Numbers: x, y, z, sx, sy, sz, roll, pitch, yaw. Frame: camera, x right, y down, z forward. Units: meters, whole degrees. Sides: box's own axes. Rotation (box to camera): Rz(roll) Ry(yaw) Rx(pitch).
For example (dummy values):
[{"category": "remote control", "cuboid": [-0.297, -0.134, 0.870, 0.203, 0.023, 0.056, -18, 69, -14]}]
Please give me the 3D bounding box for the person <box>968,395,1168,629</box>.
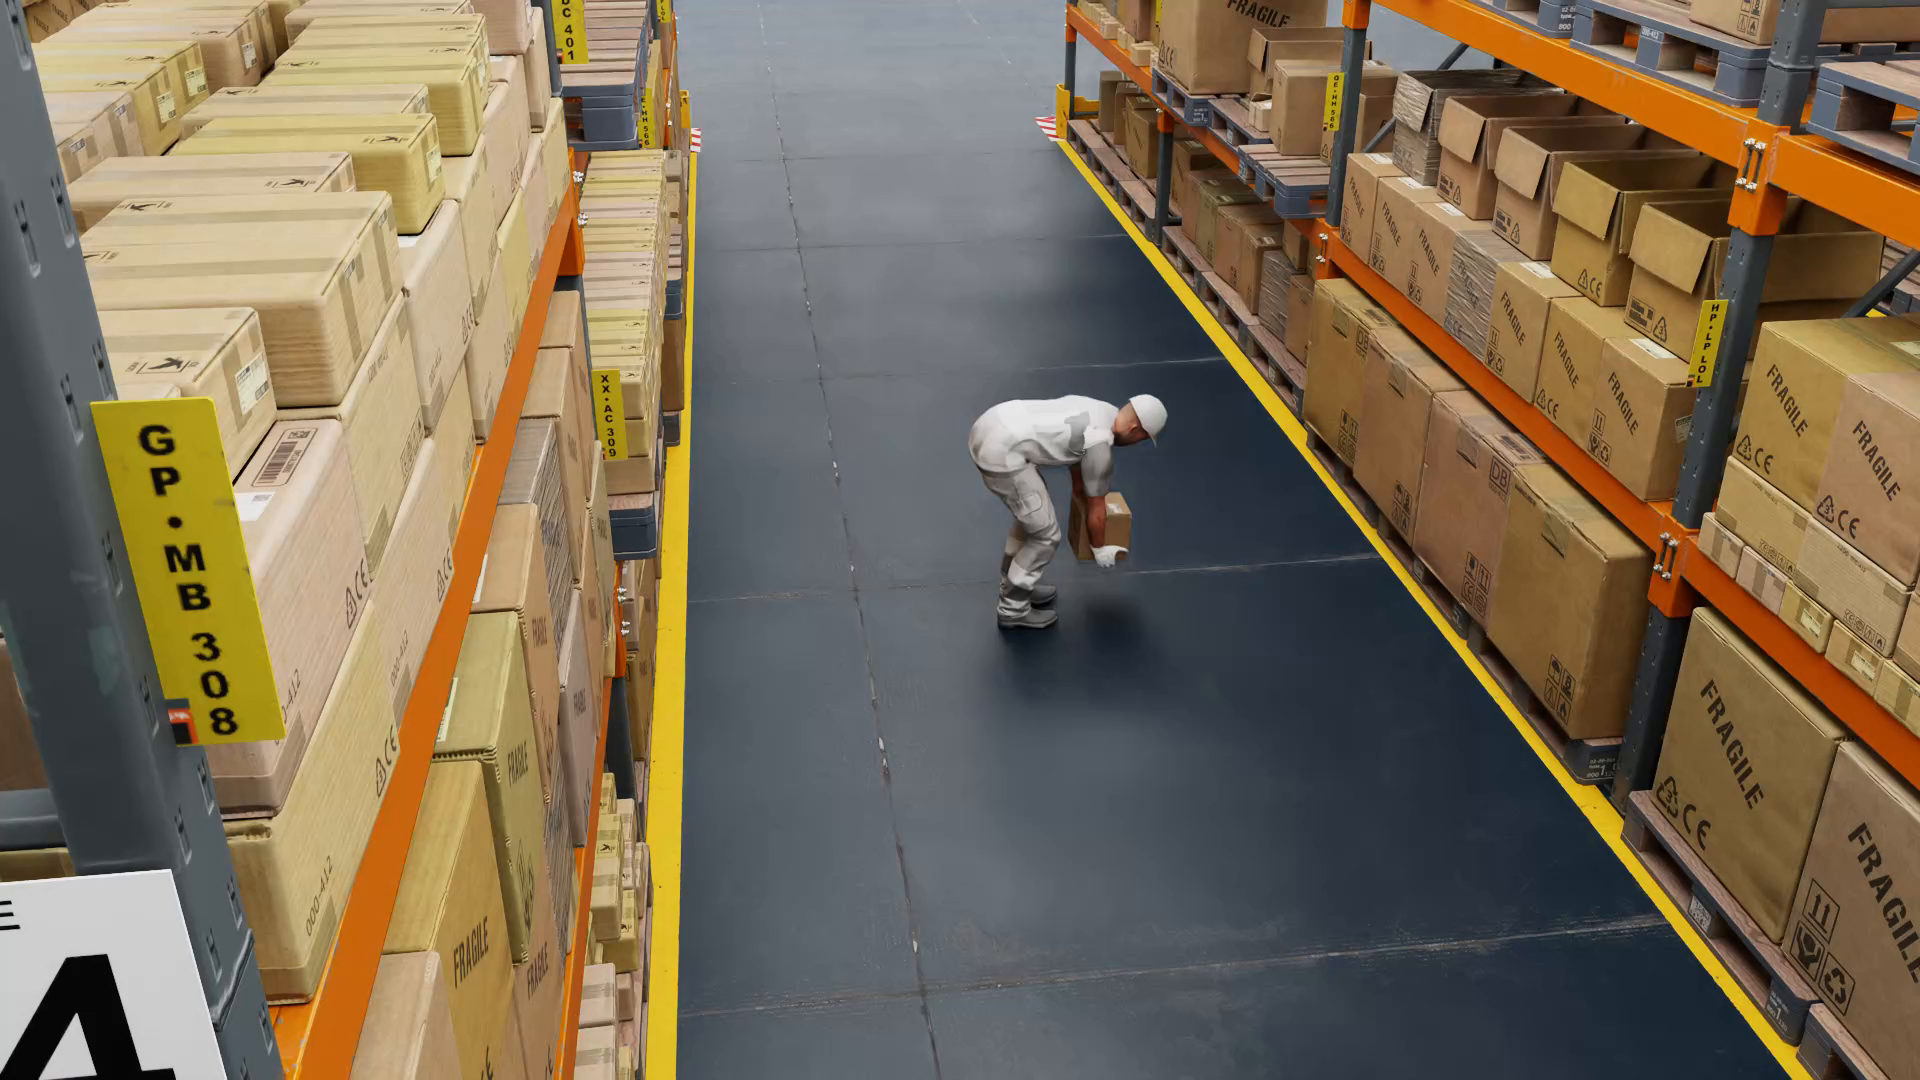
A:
[{"category": "person", "cuboid": [0.524, -0.160, 8.129, 0.962, 1.130, 0.490, -5, 27, -9]}]
